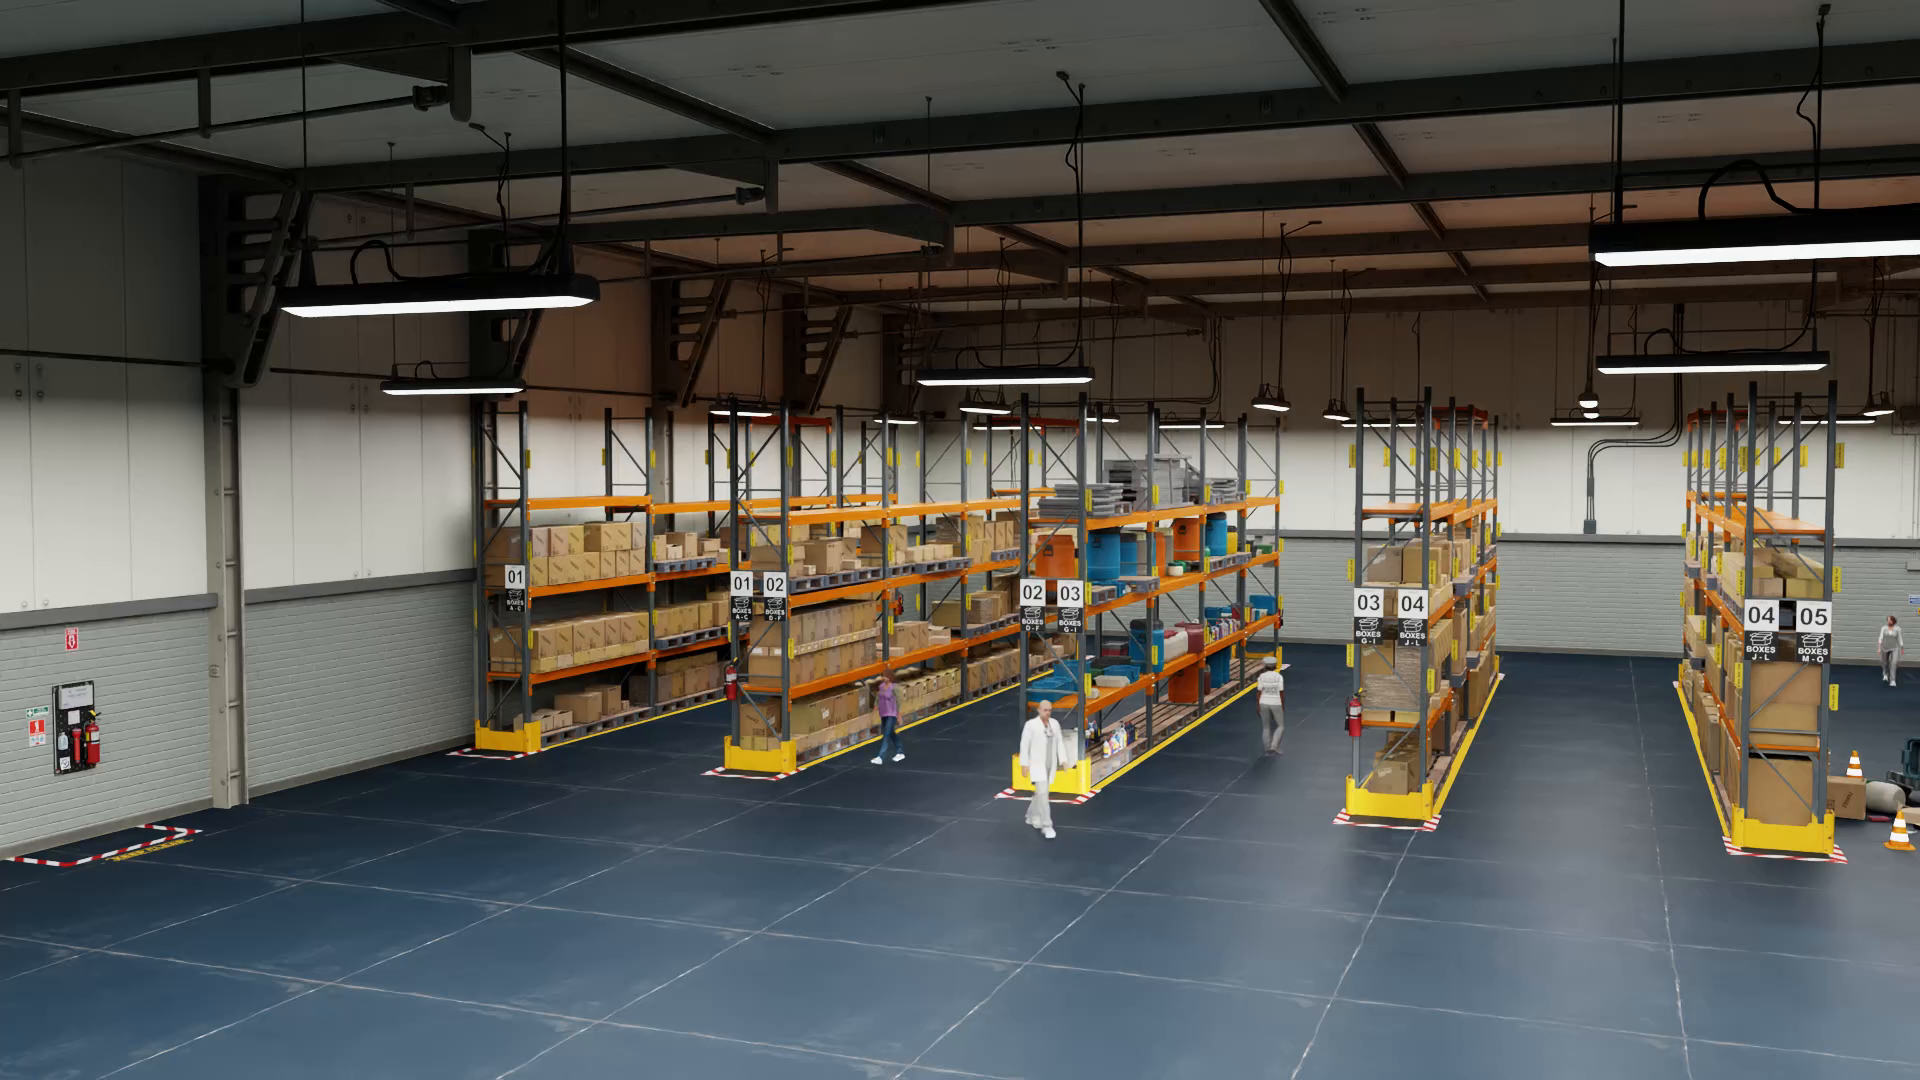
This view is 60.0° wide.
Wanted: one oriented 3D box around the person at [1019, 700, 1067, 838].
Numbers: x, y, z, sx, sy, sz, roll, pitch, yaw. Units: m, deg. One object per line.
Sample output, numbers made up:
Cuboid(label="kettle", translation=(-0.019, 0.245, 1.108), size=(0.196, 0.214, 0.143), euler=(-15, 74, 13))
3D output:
Cuboid(label="person", translation=(1.148, 3.020, 22.226), size=(0.596, 1.750, 0.932), euler=(-2, 3, -36))

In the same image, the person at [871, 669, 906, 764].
Cuboid(label="person", translation=(-1.219, 2.887, 27.225), size=(0.950, 1.544, 0.465), euler=(-3, 4, -44))

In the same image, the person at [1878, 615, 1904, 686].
Cuboid(label="person", translation=(20.587, 2.425, 36.776), size=(0.505, 1.536, 1.008), euler=(2, 3, 30))

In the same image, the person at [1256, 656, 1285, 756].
Cuboid(label="person", translation=(5.236, 2.805, 27.962), size=(0.505, 1.683, 0.494), euler=(1, 3, 24))
